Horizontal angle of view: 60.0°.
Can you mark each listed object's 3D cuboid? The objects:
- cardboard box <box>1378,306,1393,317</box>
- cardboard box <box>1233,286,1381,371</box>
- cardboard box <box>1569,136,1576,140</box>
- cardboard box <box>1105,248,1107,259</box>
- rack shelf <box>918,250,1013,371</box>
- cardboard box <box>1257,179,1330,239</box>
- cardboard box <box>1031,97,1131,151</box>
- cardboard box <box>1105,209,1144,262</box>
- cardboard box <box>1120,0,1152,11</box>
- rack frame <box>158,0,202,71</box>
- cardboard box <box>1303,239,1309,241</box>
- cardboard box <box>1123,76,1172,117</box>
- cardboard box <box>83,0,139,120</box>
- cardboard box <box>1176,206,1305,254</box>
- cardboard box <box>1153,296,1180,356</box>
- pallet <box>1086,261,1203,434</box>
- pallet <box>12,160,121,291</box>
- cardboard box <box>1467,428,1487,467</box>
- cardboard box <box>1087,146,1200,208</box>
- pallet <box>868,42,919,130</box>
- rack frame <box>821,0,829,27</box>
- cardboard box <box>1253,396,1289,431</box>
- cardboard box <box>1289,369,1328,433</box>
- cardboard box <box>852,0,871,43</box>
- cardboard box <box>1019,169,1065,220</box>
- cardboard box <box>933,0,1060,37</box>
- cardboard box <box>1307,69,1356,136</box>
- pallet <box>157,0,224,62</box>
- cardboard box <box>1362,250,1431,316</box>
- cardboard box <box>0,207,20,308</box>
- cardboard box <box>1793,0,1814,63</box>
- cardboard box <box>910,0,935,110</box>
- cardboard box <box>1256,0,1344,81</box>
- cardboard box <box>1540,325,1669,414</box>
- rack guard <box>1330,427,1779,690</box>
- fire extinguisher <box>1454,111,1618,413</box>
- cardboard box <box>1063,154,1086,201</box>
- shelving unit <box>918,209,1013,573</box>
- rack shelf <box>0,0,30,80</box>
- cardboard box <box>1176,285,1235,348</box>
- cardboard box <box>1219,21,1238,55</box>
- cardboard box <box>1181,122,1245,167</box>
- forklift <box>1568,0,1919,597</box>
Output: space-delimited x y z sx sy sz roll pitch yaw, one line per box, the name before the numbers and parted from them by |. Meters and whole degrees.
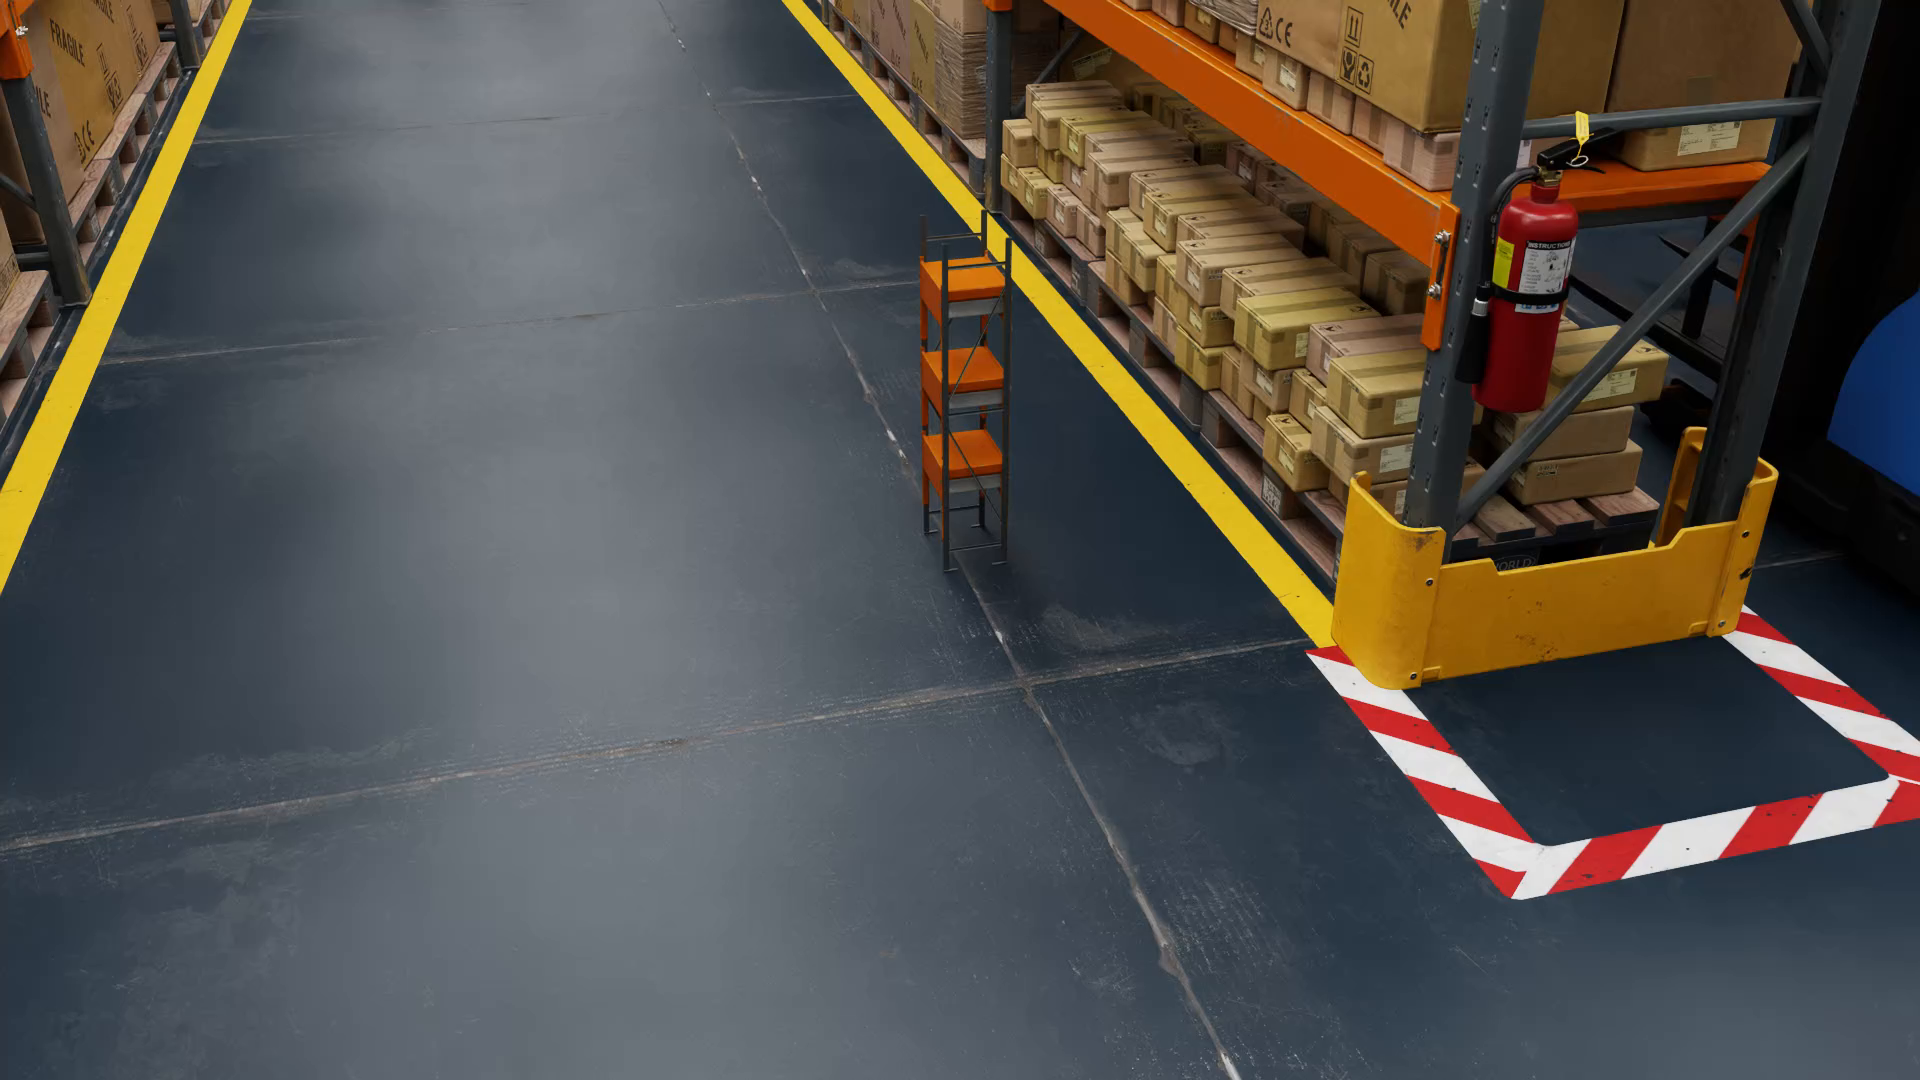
cardboard box | 1.656 -0.753 5.686 0.380 0.149 0.250 -7 31 -12
cardboard box | 1.092 -0.669 5.244 0.380 0.149 0.250 -9 31 -14
cardboard box | 1.802 -1.213 4.602 0.380 0.149 0.250 -7 31 -11
cardboard box | 0.812 -1.183 6.726 0.380 0.149 0.250 -9 31 -15
rack shelf | 0.014 -0.665 4.806 0.215 0.259 0.240 -8 31 -13
cardboard box | 1.340 -1.250 6.248 0.380 0.149 0.250 -8 31 -13
cardboard box | 0.525 -1.807 7.210 0.380 0.149 0.250 -6 31 -11
cardboard box | 0.783 -1.175 6.416 0.380 0.149 0.250 -8 31 -14
cardboard box | 0.773 -2.018 5.992 0.380 0.149 0.250 -7 31 -11
rack frame | -5.190 -4.161 9.445 1.000 3.000 0.127 -8 31 -13
cardboard box | 1.319 -1.126 6.330 0.380 0.149 0.250 -6 31 -11
cardboard box | 0.963 -2.004 7.552 0.380 0.149 0.250 -7 31 -12
cardboard box | -4.854 -2.647 8.531 0.875 0.875 0.875 -7 31 -13
cardboard box | 0.996 -1.067 5.932 0.380 0.149 0.250 -9 31 -15
cardboard box | 0.926 -0.796 6.057 0.380 0.149 0.250 -7 31 -12
pallet | 1.157 -0.819 6.455 1.003 0.211 1.213 -8 31 -13
pallet | -4.406 -1.385 7.432 1.003 0.211 1.213 -8 31 -13
cardboard box | 1.700 -0.363 5.310 0.380 0.149 0.250 -8 31 -13
cardboard box | 0.720 -1.435 6.567 0.380 0.149 0.250 -7 31 -12
pallet | 0.082 -2.696 9.696 1.003 0.211 1.213 -8 31 -13
rack frame | -0.444 -4.868 10.666 1.000 3.000 0.127 -8 31 -13
cardboard box | 1.185 -0.429 5.423 0.380 0.149 0.250 -8 31 -14
cardboard box | 1.246 -0.431 5.131 0.380 0.149 0.250 -9 31 -14
cardboard box | -0.366 -3.350 10.120 0.500 0.500 0.500 -7 31 -13
cardboard box | 0.475 -1.537 7.338 0.380 0.149 0.250 -7 31 -12
cardboard box | 0.176 -2.687 8.225 0.500 0.250 0.500 -9 31 -15
cardboard box | 1.209 -1.260 4.683 0.380 0.149 0.250 -8 31 -14
pallet | -5.396 -3.332 10.796 1.003 0.211 1.213 -8 31 -13
cardboard box | 1.589 -0.873 5.596 0.380 0.149 0.250 -9 31 -16
cardboard box | -4.065 -0.985 6.095 0.875 0.438 0.875 -8 31 -14
cardboard box | 5.237 -3.116 9.340 1.225 0.875 0.875 -8 31 -13
cardboard box | 0.042 -2.608 8.838 0.500 0.500 0.500 -9 31 -14
cardboard box | 1.180 -1.609 4.638 0.500 0.500 0.500 -8 31 -14
cardboard box | 1.868 -0.508 4.966 0.380 0.149 0.250 -9 31 -16
rack guard | 1.659 0.041 4.681 1.175 0.500 0.348 -8 31 -13
fire extinguisher | 1.301 -0.627 3.788 0.296 0.674 0.183 -8 31 -13
cardboard box | 0.658 -1.572 7.102 0.380 0.149 0.250 -8 31 -14
shelving unit | 0.014 -0.429 4.942 0.215 1.050 0.252 -8 31 -13
rack shelf | -3.597 -0.952 4.619 1.077 0.370 4.000 -8 31 -13
cardboard box | 0.974 -0.797 5.763 0.380 0.149 0.250 -7 31 -13
cardboard box | 1.063 -1.649 5.356 0.380 0.149 0.250 -9 31 -15
cardboard box | 1.135 -1.631 6.907 0.380 0.149 0.250 -7 31 -12
forklift | 3.073 -1.599 5.086 1.130 2.935 3.031 -7 31 -13
